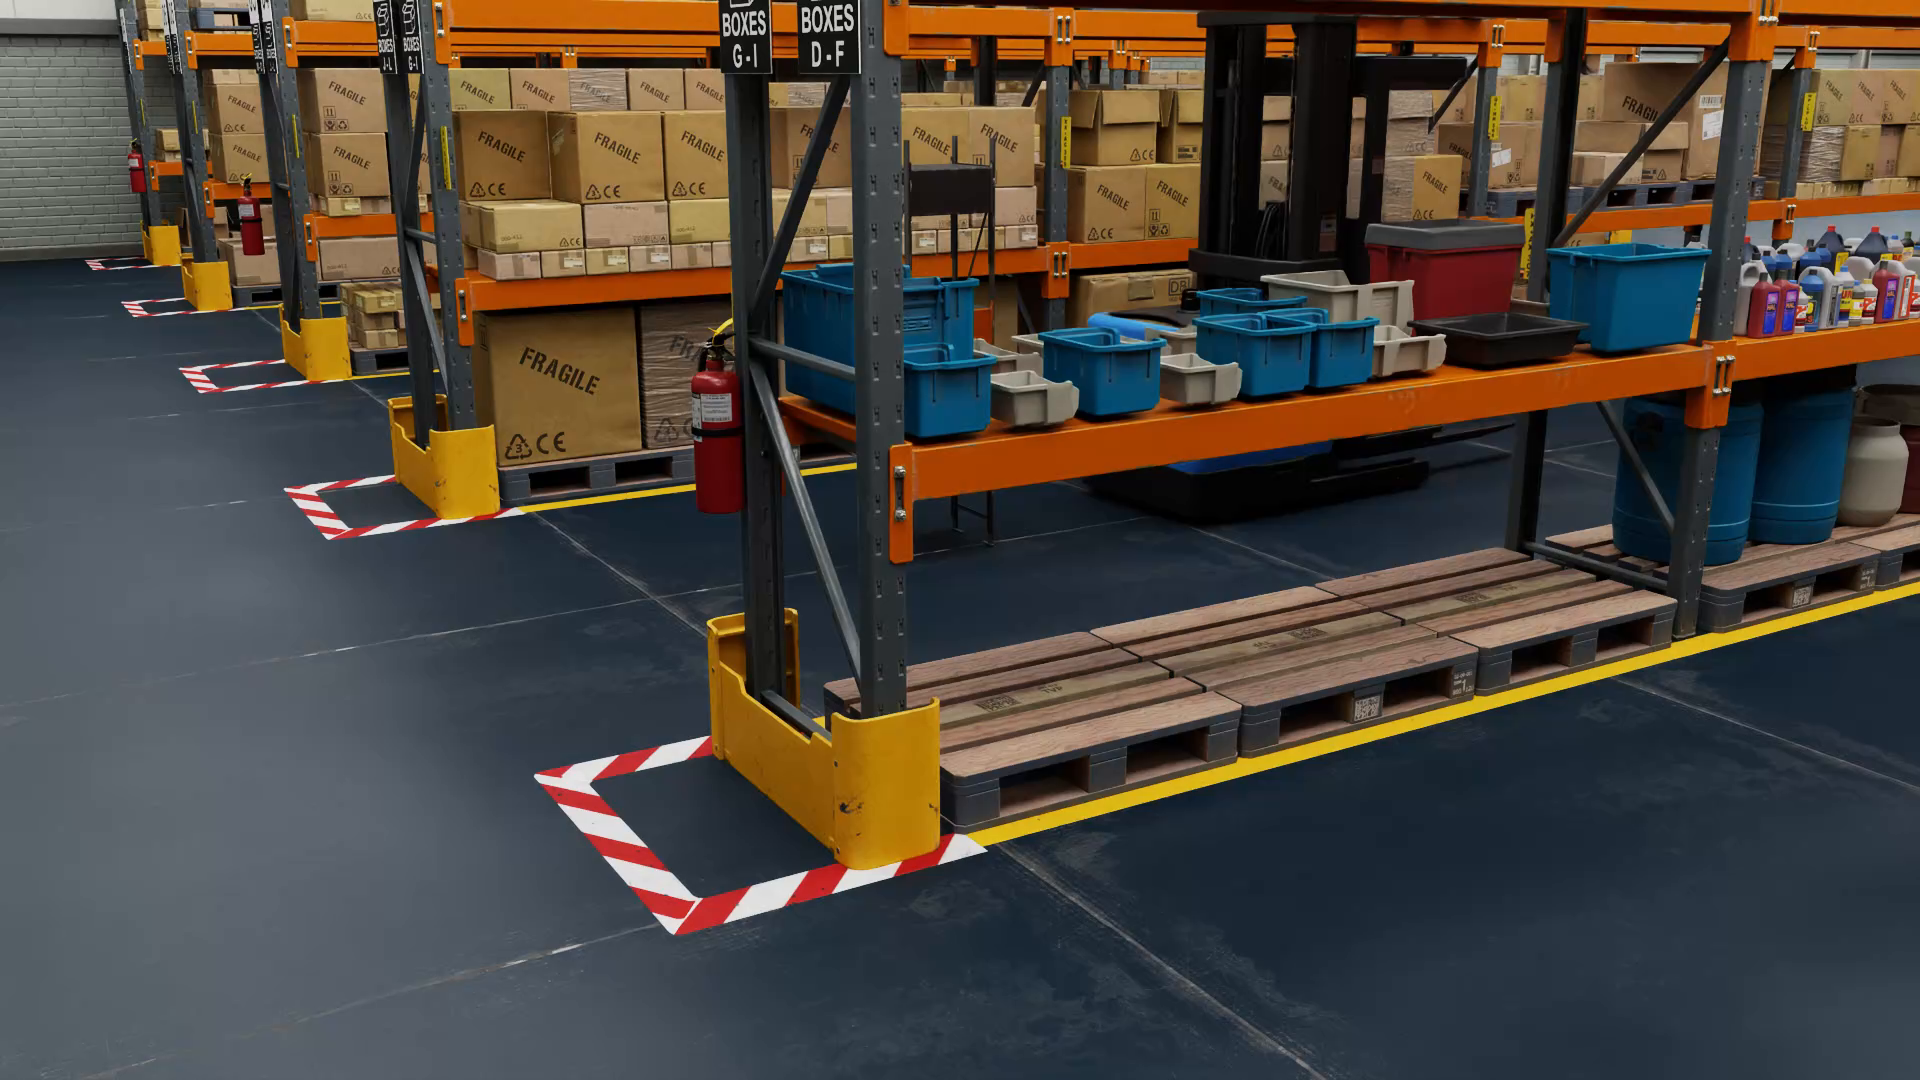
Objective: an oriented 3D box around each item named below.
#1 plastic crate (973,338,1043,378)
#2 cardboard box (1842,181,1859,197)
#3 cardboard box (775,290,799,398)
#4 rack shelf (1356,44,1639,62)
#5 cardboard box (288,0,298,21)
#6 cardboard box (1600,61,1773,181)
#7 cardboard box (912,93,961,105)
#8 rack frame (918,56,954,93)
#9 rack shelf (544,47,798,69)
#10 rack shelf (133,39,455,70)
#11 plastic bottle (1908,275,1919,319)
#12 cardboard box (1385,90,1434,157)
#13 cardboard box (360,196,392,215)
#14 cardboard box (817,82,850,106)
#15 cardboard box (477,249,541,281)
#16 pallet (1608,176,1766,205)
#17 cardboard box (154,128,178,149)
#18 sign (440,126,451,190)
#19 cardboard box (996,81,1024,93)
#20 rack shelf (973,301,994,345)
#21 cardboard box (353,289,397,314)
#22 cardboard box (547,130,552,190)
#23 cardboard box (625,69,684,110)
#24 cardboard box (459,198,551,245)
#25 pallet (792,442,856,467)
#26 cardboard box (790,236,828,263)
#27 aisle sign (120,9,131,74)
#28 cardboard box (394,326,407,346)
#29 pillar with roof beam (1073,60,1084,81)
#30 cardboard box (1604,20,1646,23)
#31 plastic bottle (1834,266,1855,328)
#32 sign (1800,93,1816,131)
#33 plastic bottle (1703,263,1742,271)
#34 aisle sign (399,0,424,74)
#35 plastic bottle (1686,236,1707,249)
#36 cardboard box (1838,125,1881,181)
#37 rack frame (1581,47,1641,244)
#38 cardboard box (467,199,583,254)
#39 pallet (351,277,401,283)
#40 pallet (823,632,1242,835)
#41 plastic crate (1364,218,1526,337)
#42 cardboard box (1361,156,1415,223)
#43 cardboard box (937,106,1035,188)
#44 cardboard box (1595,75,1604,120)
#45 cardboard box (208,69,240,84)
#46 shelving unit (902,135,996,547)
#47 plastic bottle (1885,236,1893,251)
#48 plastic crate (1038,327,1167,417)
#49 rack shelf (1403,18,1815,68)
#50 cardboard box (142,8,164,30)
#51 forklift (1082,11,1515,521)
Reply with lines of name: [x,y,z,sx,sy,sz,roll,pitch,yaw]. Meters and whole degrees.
plastic crate: [0.131,-0.624,5.956,0.243,0.136,0.396,-9,18,-30]
cardboard box: [8.231,-3.330,15.698,0.250,0.149,0.380,-9,18,-30]
cardboard box: [-0.975,-1.250,10.969,0.875,0.875,0.875,-9,18,-30]
rack shelf: [6.507,-5.918,20.242,4.000,0.370,1.077,-9,18,-30]
cardboard box: [-5.240,-4.371,13.666,0.500,0.250,0.500,-10,18,-31]
cardboard box: [6.508,-3.794,14.997,1.000,1.000,1.000,-9,18,-29]
cardboard box: [-0.324,-5.594,21.796,0.500,0.500,0.500,-8,18,-27]
rack frame: [-0.402,-6.822,27.688,0.127,3.000,1.000,-9,18,-30]
rack shelf: [-2.986,-5.938,20.310,4.000,0.370,1.077,-9,18,-30]
rack shelf: [-8.974,-6.530,22.421,4.000,0.370,1.077,-9,18,-30]
plastic bottle: [4.454,-1.142,7.794,0.097,0.201,0.097,0,16,0]
cardboard box: [3.197,-3.258,12.932,0.637,0.503,0.797,-9,18,-28]
cardboard box: [-4.850,-2.768,13.691,0.250,0.149,0.380,-8,18,-28]
cardboard box: [-1.580,-5.515,20.989,0.500,0.500,0.500,-10,18,-31]
cardboard box: [-2.551,-1.565,9.400,0.250,0.149,0.380,-9,18,-29]
pallet: [6.531,-3.216,15.181,1.213,0.211,1.003,-9,18,-30]
cardboard box: [-10.431,-5.350,22.165,0.500,0.250,0.500,-9,18,-28]
sign: [-2.745,-2.039,8.874,0.005,0.325,0.100,-9,18,-30]
cardboard box: [0.694,-6.221,22.830,0.250,0.149,0.380,-8,18,-27]
rack shelf: [-0.142,-0.975,8.548,0.480,0.518,0.431,-9,18,-30]
cardboard box: [-4.869,-1.985,13.834,0.250,0.149,0.380,-10,19,-32]
cardboard box: [-3.660,-3.282,14.325,0.500,0.500,0.500,-10,18,-31]
cardboard box: [-2.768,-3.902,14.685,0.500,0.500,0.500,-10,18,-31]
cardboard box: [-2.747,-1.913,9.902,0.500,0.250,0.500,-10,18,-31]
pallet: [-1.336,-0.668,10.901,1.213,0.211,1.003,-9,18,-30]
cardboard box: [-1.009,-1.816,10.296,0.250,0.149,0.380,-9,18,-29]
aisle sign: [-10.596,-6.328,21.110,0.004,0.787,0.394,-9,18,-30]
cardboard box: [-4.697,-1.758,14.128,0.250,0.149,0.380,-9,18,-30]
pillar with roof beam: [4.182,-9.382,25.707,0.400,9.000,9.100,-9,18,-30]
cardboard box: [5.242,-4.348,13.585,0.500,0.250,0.500,-9,18,-29]
plastic bottle: [3.974,-1.098,7.507,0.097,0.271,0.097,0,16,0]
sign: [7.550,-3.811,14.801,0.005,0.325,0.100,-9,18,-30]
plastic bottle: [3.648,-1.269,7.972,0.185,0.351,0.144,-9,18,-30]
aisle sign: [-2.933,-2.885,8.829,0.004,0.787,0.394,-9,18,-30]
plastic bottle: [3.574,-1.303,8.091,0.185,0.351,0.144,-9,18,-30]
cardboard box: [8.125,-3.682,15.751,0.500,0.500,0.875,-9,18,-30]
rack frame: [8.222,-5.099,21.541,0.127,3.000,1.000,-9,18,-30]
cardboard box: [-2.475,-1.788,9.458,0.500,0.250,0.500,-10,18,-31]
pallet: [-6.439,-2.961,19.081,1.213,0.211,1.003,-9,18,-30]
pallet: [0.252,0.670,6.128,1.213,0.211,1.003,-9,18,-30]
plastic crate: [2.060,-1.117,7.106,0.583,0.464,0.402,-9,18,-30]
cardboard box: [3.106,-2.679,12.725,0.500,0.500,0.500,-9,18,-30]
cardboard box: [0.147,-2.575,10.877,0.500,0.500,0.500,-9,18,-28]
cardboard box: [7.884,-5.648,21.223,0.550,0.550,0.875,-9,18,-30]
cardboard box: [-7.682,-4.833,17.354,0.250,0.149,0.380,-9,18,-29]
shelving unit: [-0.142,-0.988,8.544,0.503,2.100,0.431,-9,18,-30]
plastic bottle: [4.940,-1.493,8.918,0.097,0.271,0.097,0,16,0]
plastic crate: [0.471,-0.565,5.567,0.300,0.233,0.416,-9,18,-30]
rack shelf: [5.546,-4.201,14.114,4.000,0.370,1.077,-9,18,-30]
cardboard box: [-10.167,-6.667,21.307,0.500,0.250,0.500,-9,18,-30]
forklift: [2.225,-1.807,9.925,3.031,2.935,1.130,-11,19,-33]
